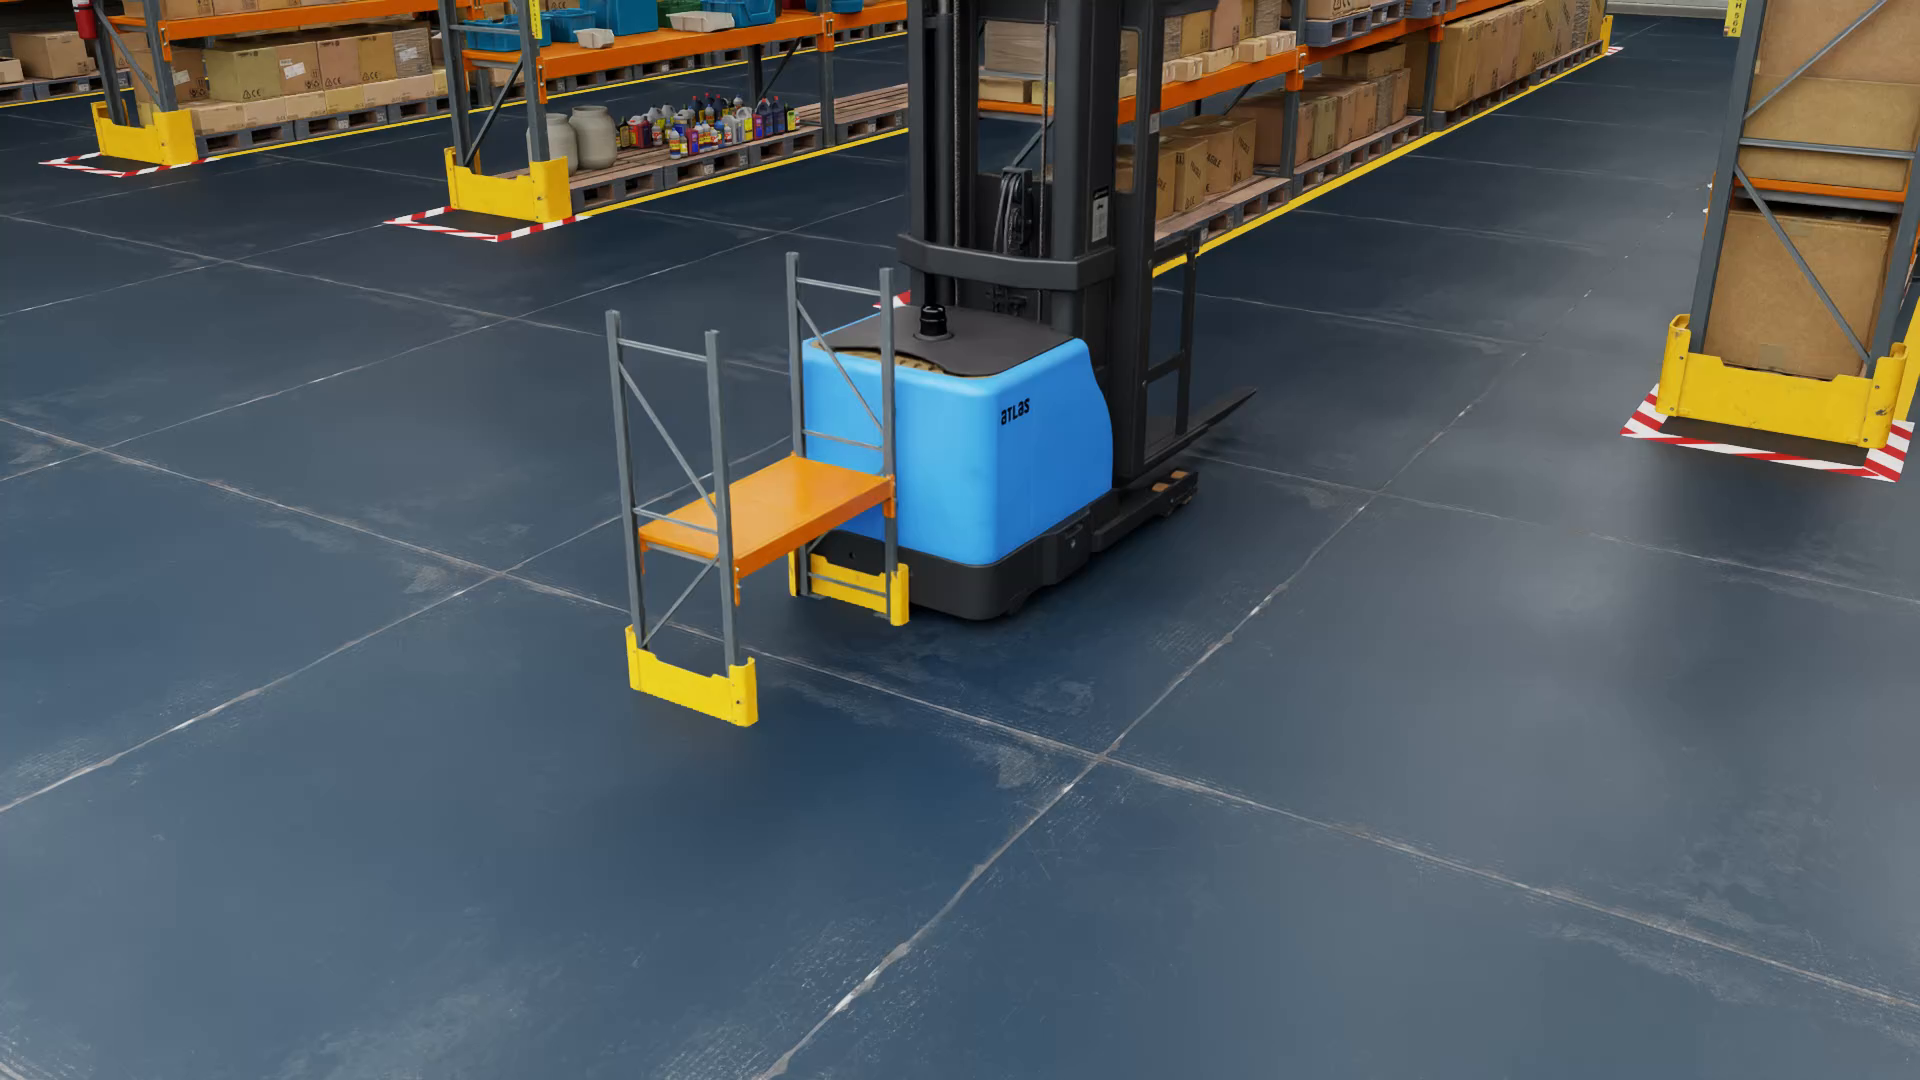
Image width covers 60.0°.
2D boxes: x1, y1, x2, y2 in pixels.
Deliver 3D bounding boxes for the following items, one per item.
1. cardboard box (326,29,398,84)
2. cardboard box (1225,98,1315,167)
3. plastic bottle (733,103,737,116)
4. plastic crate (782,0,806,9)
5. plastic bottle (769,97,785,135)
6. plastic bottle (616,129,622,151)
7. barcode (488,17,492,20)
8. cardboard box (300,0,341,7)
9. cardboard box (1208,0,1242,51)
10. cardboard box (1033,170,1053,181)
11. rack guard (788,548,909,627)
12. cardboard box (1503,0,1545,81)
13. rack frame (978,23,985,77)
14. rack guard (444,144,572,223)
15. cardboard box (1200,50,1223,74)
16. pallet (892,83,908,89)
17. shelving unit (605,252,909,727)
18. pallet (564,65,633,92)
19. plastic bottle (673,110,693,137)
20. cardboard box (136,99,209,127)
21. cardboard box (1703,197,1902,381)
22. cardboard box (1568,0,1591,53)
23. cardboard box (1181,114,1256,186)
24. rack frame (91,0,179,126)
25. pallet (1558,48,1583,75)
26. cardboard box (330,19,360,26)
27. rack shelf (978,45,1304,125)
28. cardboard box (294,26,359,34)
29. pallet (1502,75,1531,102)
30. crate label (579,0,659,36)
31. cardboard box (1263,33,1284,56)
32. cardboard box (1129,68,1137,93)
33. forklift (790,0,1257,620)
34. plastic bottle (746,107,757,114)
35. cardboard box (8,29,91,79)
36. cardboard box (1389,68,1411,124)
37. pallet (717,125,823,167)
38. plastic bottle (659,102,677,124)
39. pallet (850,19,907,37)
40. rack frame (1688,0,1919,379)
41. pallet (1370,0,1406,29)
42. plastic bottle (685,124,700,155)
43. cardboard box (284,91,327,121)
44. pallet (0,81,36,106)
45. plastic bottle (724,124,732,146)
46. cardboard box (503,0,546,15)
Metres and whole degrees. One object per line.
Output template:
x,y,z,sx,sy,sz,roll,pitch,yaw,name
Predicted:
-6.535,-5.279,18.156,0.500,0.500,0.500,14,27,29,cardboard box
2.814,-3.722,15.165,0.700,0.500,0.500,12,26,25,cardboard box
-2.330,-4.370,17.038,0.097,0.201,0.097,0,23,0,plastic bottle
-1.740,-5.759,17.198,0.402,0.464,0.583,14,27,29,plastic crate
-1.830,-4.211,16.482,0.144,0.351,0.185,13,27,28,plastic bottle
-3.249,-3.782,15.679,0.097,0.201,0.097,0,23,0,plastic bottle
-5.454,-6.036,19.302,0.001,0.075,0.075,14,27,29,barcode
-6.980,-5.916,17.513,0.700,0.500,0.500,15,27,31,cardboard box
1.710,-4.157,13.076,0.875,0.500,0.500,14,27,29,cardboard box
0.706,-2.367,12.061,0.500,0.500,0.500,20,30,38,cardboard box
-0.475,0.172,7.039,0.587,0.250,0.087,14,27,30,rack guard
6.372,-6.162,20.355,1.225,0.875,0.875,14,27,29,cardboard box
0.374,-6.853,19.804,1.000,3.000,0.127,14,27,29,rack frame
-3.845,-3.041,14.145,1.175,0.500,0.348,14,27,29,rack guard
1.805,-3.712,12.865,0.380,0.149,0.250,14,27,29,cardboard box
-0.067,-5.320,19.772,1.003,0.211,1.213,14,27,29,pallet
-0.744,-0.235,6.406,0.587,1.500,1.083,14,27,30,shelving unit
-4.944,-5.932,21.188,1.003,0.211,1.213,14,27,29,pallet
-2.699,-4.039,16.180,0.152,0.276,0.135,14,27,29,plastic bottle
-8.020,-4.366,16.991,0.500,0.250,0.500,14,27,29,cardboard box
4.824,-1.501,9.588,0.875,0.875,0.875,14,27,29,cardboard box
8.052,-7.193,22.735,0.875,0.875,0.875,14,27,29,cardboard box
2.227,-3.384,14.408,0.500,0.500,0.500,13,27,27,cardboard box
-8.052,-5.192,15.967,1.000,3.000,0.127,14,27,29,rack frame
7.802,-6.539,22.588,1.003,0.211,1.213,14,27,29,pallet
-8.986,-7.406,23.676,0.700,0.500,0.500,14,27,29,cardboard box
1.417,-3.459,12.871,1.077,0.370,4.000,14,27,29,rack shelf
-6.980,-5.388,18.410,0.500,0.500,0.500,14,27,29,cardboard box
6.349,-5.609,20.440,1.003,0.211,1.213,14,27,29,pallet
-3.105,-4.847,15.125,0.502,0.435,0.616,14,27,29,crate label
2.469,-4.133,13.837,0.380,0.149,0.250,14,27,29,cardboard box
1.122,-3.296,11.904,0.380,0.149,0.250,14,27,29,cardboard box
0.511,-1.550,7.642,1.130,2.935,3.031,15,28,31,forklift
-2.071,-4.135,16.400,0.152,0.276,0.135,14,27,29,plastic bottle
-11.091,-5.928,20.260,0.700,0.500,0.500,12,26,26,cardboard box
4.246,-4.639,17.283,0.700,0.500,0.500,12,26,26,cardboard box
-2.125,-4.005,16.736,1.003,0.211,1.213,14,27,29,pallet
-2.838,-4.096,16.217,0.144,0.351,0.185,14,27,29,plastic bottle
-1.359,-8.194,26.412,1.003,0.211,1.213,14,27,29,pallet
4.523,-2.041,8.689,1.000,3.000,0.127,14,27,29,rack frame
3.573,-5.050,15.881,1.003,0.211,1.213,14,27,29,pallet
-2.490,-3.727,15.449,0.061,0.283,0.133,14,27,30,plastic bottle
-7.055,-4.595,17.522,0.500,0.250,0.500,14,27,29,cardboard box
-11.764,-5.241,19.592,1.003,0.211,1.213,14,27,29,pallet
-2.230,-3.869,15.880,0.097,0.201,0.097,0,23,0,plastic bottle
-7.075,-8.650,26.133,0.750,0.750,0.750,14,27,29,cardboard box
